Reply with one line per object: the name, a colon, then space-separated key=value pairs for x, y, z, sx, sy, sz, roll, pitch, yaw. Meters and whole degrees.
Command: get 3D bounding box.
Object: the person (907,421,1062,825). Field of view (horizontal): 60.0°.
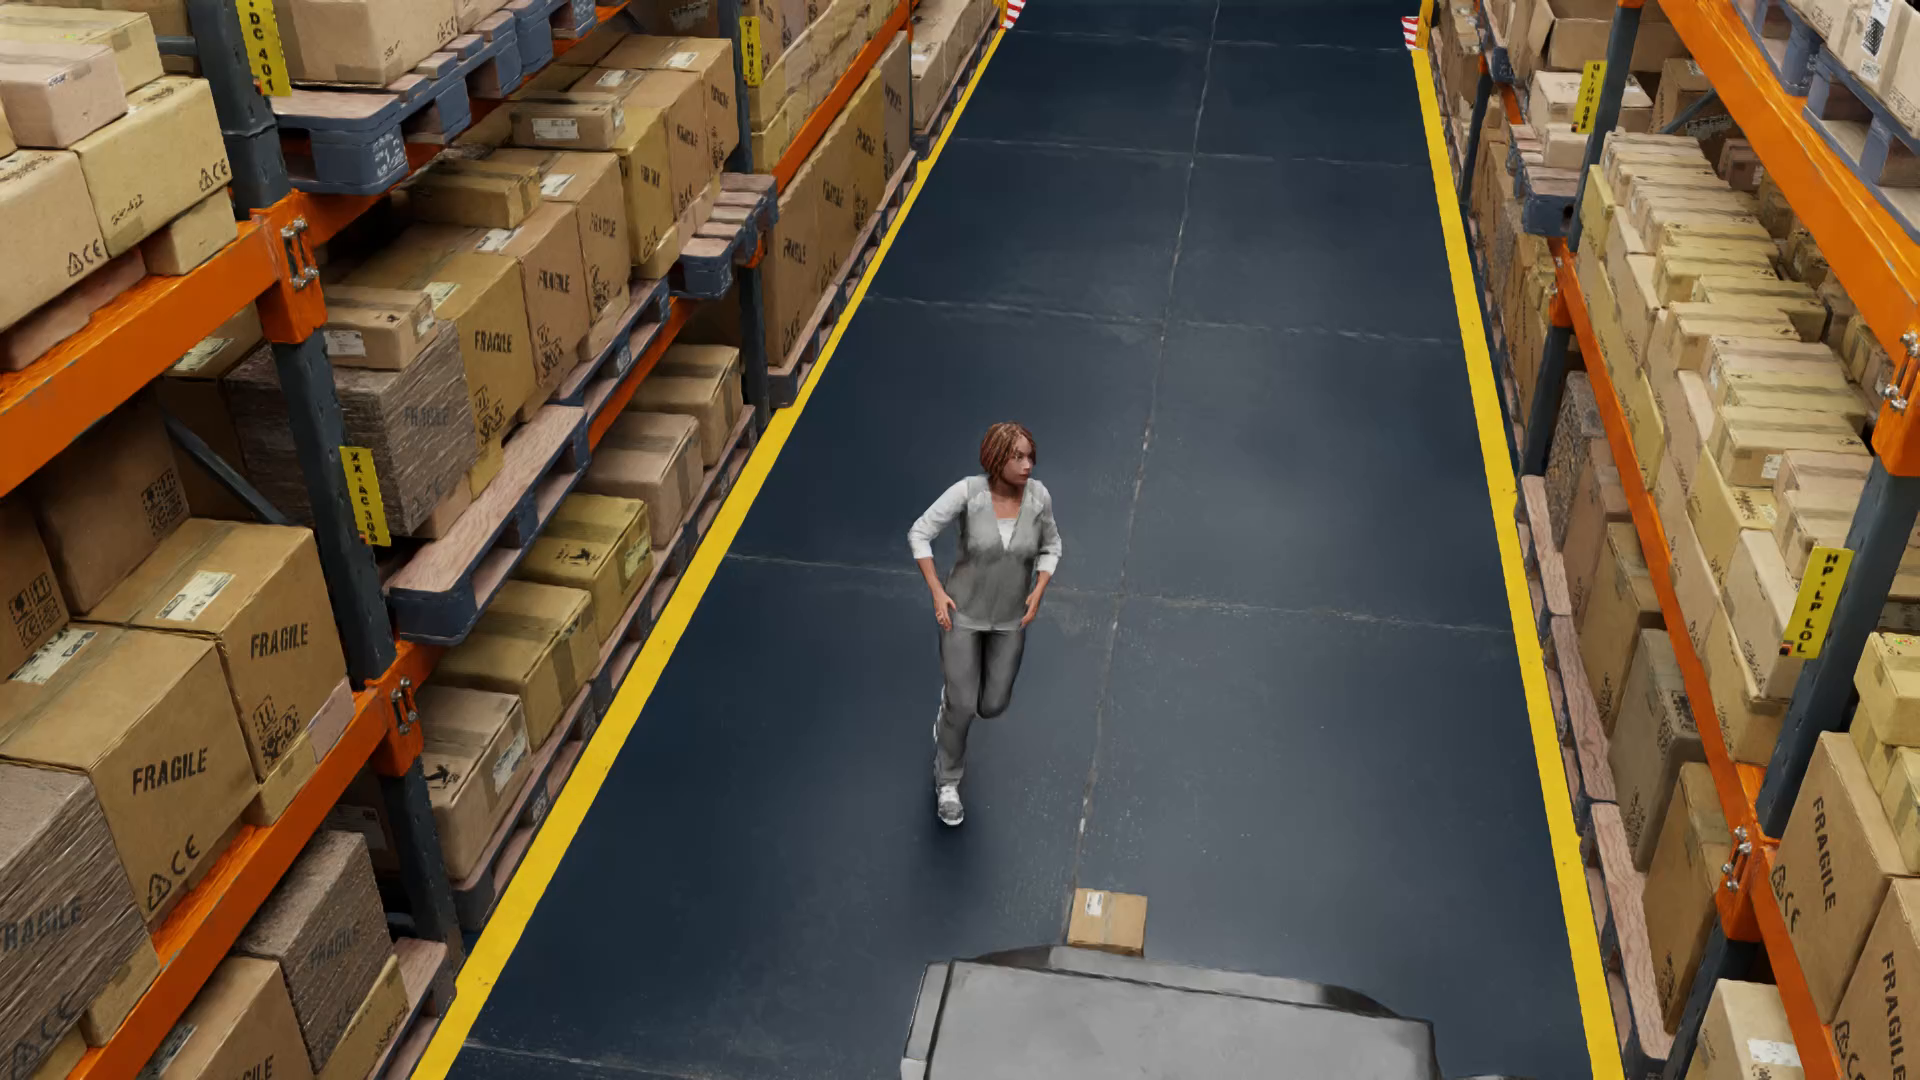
person: x=0.113 y=0.280 z=6.259 sx=0.582 sy=1.543 sz=0.604 roll=-7 pitch=33 yaw=-10
